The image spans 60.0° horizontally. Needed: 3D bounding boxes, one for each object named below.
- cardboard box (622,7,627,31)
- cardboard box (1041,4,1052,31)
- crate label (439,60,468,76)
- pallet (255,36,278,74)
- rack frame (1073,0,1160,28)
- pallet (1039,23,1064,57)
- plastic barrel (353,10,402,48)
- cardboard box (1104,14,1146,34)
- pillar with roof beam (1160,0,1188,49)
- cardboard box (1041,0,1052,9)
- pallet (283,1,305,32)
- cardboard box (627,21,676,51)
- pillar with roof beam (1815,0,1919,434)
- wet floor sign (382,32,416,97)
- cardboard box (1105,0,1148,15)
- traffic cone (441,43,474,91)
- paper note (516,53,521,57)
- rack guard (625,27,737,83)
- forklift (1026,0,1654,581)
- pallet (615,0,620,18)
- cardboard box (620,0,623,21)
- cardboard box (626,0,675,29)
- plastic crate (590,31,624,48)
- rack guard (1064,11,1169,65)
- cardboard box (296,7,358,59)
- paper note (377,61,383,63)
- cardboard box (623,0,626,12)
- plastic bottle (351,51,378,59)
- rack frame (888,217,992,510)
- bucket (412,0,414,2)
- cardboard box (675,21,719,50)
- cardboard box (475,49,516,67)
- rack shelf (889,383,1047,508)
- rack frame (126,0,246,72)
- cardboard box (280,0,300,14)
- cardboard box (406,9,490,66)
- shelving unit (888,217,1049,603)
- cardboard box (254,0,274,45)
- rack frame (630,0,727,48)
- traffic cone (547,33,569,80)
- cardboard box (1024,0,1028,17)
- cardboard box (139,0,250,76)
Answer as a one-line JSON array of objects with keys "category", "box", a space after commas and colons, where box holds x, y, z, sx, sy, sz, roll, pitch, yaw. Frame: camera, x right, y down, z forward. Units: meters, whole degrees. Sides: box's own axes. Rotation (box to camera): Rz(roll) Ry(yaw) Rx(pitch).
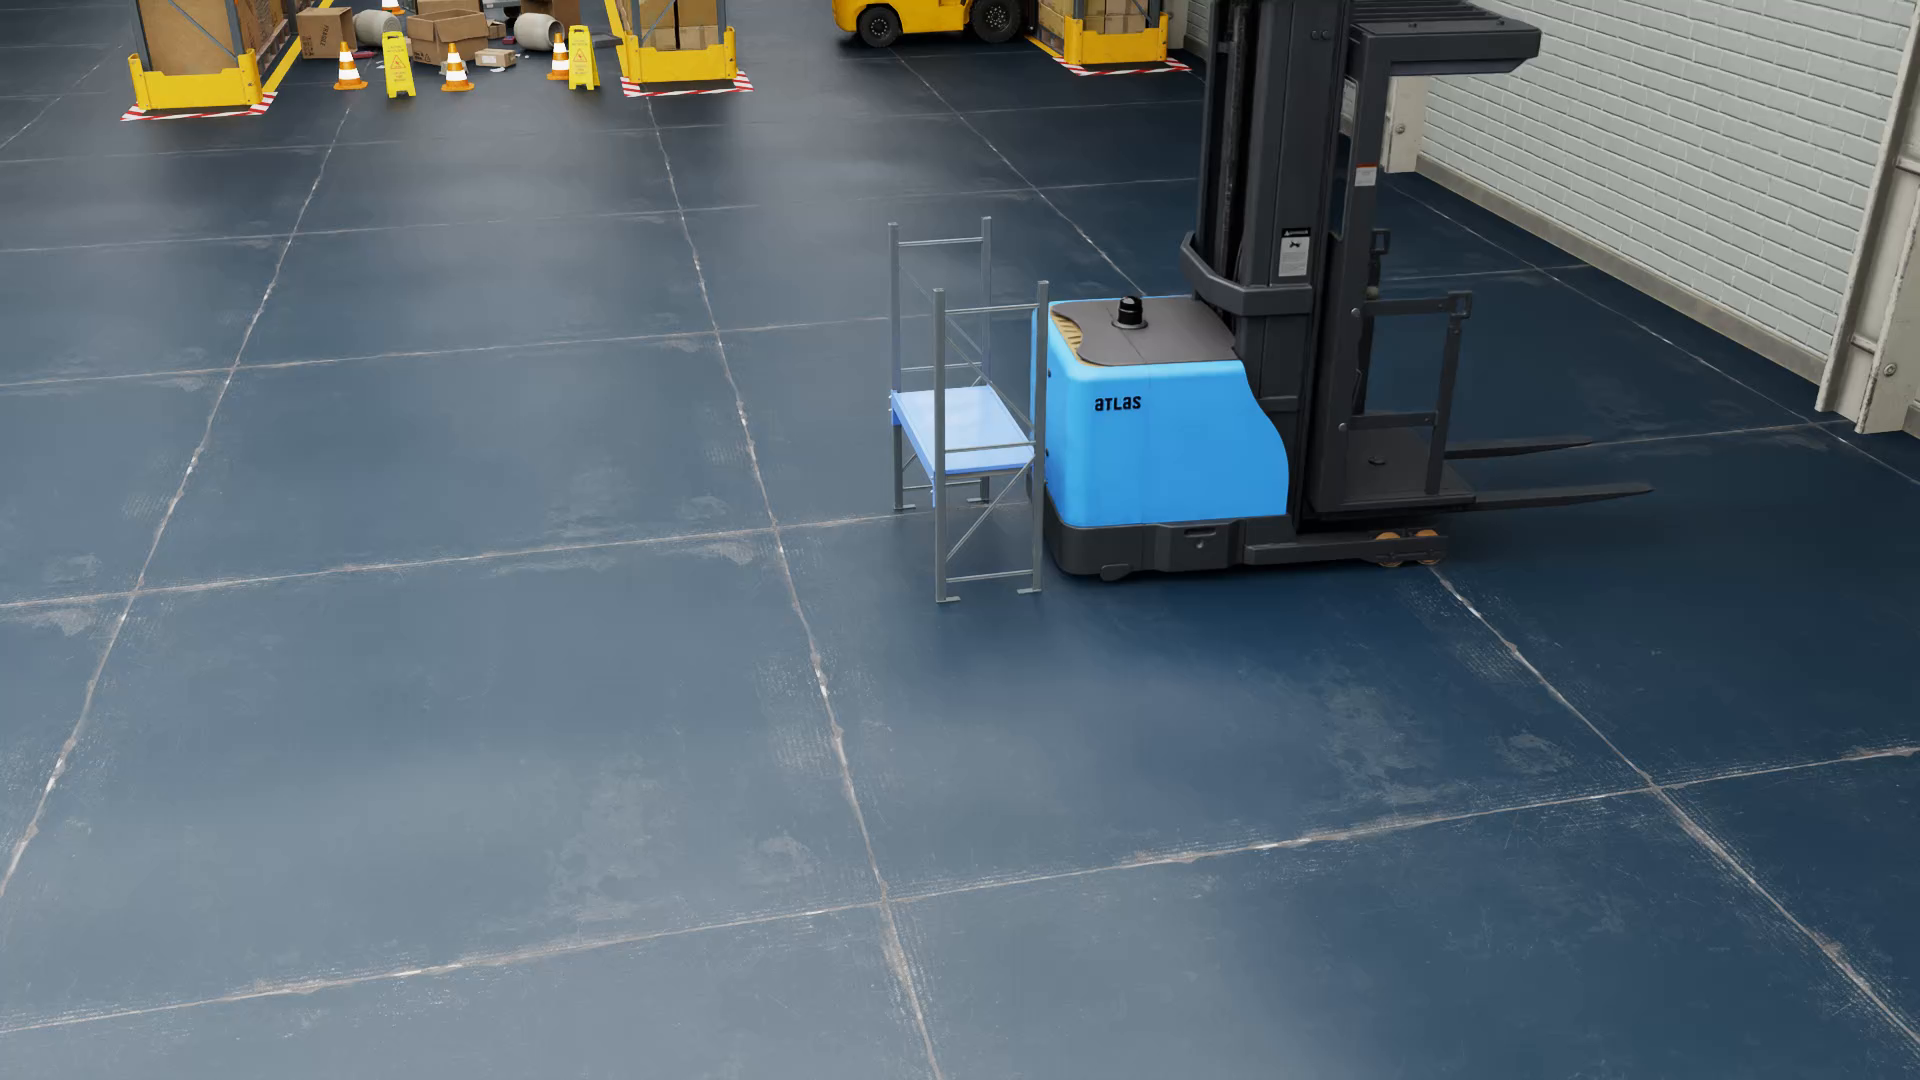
[{"category": "cardboard box", "box": [-3.718, -6.153, 19.698, 0.500, 0.250, 0.500, -7, 28, -13]}, {"category": "cardboard box", "box": [1.277, -6.268, 19.924, 0.500, 0.250, 0.500, -6, 27, -12]}, {"category": "crate label", "box": [-5.638, -5.265, 18.530, 0.250, 0.136, 0.298, -23, 35, -38]}, {"category": "pallet", "box": [-8.369, -5.494, 18.901, 1.003, 0.211, 1.213, -6, 27, -12]}, {"category": "rack frame", "box": [1.794, -6.914, 18.620, 1.000, 3.000, 0.127, -6, 27, -12]}, {"category": "pallet", "box": [1.581, -6.001, 19.905, 1.003, 0.211, 1.213, -6, 27, -12]}, {"category": "plastic barrel", "box": [-6.993, -6.125, 19.915, 0.512, 0.421, 0.421, 13, 30, 24]}, {"category": "cardboard box", "box": [1.874, -6.110, 19.611, 0.500, 0.250, 0.500, -6, 27, -11]}, {"category": "pillar with roof beam", "box": [-1.679, -9.552, 17.189, 9.100, 9.000, 0.400, -6, 27, -12]}, {"category": "cardboard box", "box": [1.277, -6.501, 19.831, 0.500, 0.250, 0.500, -6, 27, -12]}, {"category": "pallet", "box": [-8.990, -6.704, 21.297, 1.003, 0.211, 1.213, -6, 27, -12]}, {"category": "cardboard box", "box": [-3.491, -5.707, 18.813, 0.500, 0.250, 0.500, -6, 27, -12]}, {"category": "pillar with roof beam", "box": [1.025, -4.284, 6.751, 9.100, 9.000, 0.400, -6, 27, -12]}, {"category": "wet floor sign", "box": [-5.906, -4.999, 17.438, 0.267, 0.644, 0.232, -11, 29, -20]}, {"category": "cardboard box", "box": [1.890, -6.325, 19.483, 0.500, 0.250, 0.500, -5, 27, -11]}, {"category": "traffic cone", "box": [-5.400, -5.072, 17.785, 0.336, 0.463, 0.334, -6, 27, -12]}, {"category": "paper note", "box": [-5.239, -5.679, 19.480, 0.148, 0.019, 0.142, 3, 27, 6]}, {"category": "rack guard", "box": [-3.059, -5.326, 18.247, 1.175, 0.500, 0.348, -6, 27, -12]}, {"category": "forklift", "box": [1.901, -1.408, 7.787, 3.031, 2.935, 1.130, -4, 27, -8]}, {"category": "pallet", "box": [-4.120, -7.261, 22.402, 1.003, 0.211, 1.213, -6, 27, -12]}, {"category": "cardboard box", "box": [-3.942, -6.605, 20.592, 0.500, 0.250, 0.500, -4, 27, -9]}, {"category": "cardboard box", "box": [-3.476, -6.028, 18.618, 0.500, 0.500, 0.500, -6, 27, -11]}, {"category": "plastic crate", "box": [-4.388, -6.089, 20.224, 0.402, 0.080, 0.583, -16, 31, -29]}, {"category": "rack guard", "box": [1.799, -5.788, 19.162, 1.175, 0.500, 0.348, -6, 27, -12]}, {"category": "cardboard box", "box": [-7.393, -5.925, 19.432, 0.500, 0.500, 0.500, -1, 27, -3]}, {"category": "paper note", "box": [-6.678, -5.500, 19.135, 0.032, 0.001, 0.123, 8, 28, 15]}, {"category": "cardboard box", "box": [-3.704, -6.479, 19.512, 0.500, 0.500, 0.500, -7, 28, -13]}, {"category": "plastic bottle", "box": [-6.950, -5.660, 19.395, 0.283, 0.061, 0.133, -16, 31, -29]}, {"category": "rack frame", "box": [-0.095, -0.855, 8.280, 0.500, 1.500, 0.032, -6, 27, -12]}, {"category": "bucket", "box": [-6.466, -7.009, 20.754, 0.726, 0.611, 0.620, 3, 17, 6]}, {"category": "cardboard box", "box": [-2.954, -5.751, 18.900, 0.500, 0.250, 0.500, -6, 27, -12]}, {"category": "cardboard box", "box": [-5.305, -5.506, 18.993, 0.380, 0.149, 0.250, 8, 28, 15]}, {"category": "rack shelf", "box": [0.019, -0.472, 7.919, 0.538, 0.185, 1.000, -6, 27, -12]}, {"category": "rack frame", "box": [-7.841, -5.861, 16.534, 1.000, 3.000, 0.127, -6, 27, -12]}, {"category": "cardboard box", "box": [-8.970, -7.064, 20.947, 1.050, 0.750, 0.750, -6, 27, -12]}, {"category": "cardboard box", "box": [-5.904, -5.808, 19.199, 0.637, 0.503, 0.797, 19, 32, 32]}, {"category": "shelving unit", "box": [0.019, -0.632, 7.838, 0.538, 1.500, 1.048, -6, 27, -12]}, {"category": "cardboard box", "box": [-8.462, -6.178, 19.053, 0.875, 0.875, 0.875, -6, 27, -11]}, {"category": "rack frame", "box": [-3.041, -6.408, 17.618, 1.000, 3.000, 0.127, -6, 27, -12]}, {"category": "traffic cone", "box": [-4.395, -5.334, 18.304, 0.336, 0.463, 0.334, -6, 27, -12]}, {"category": "cardboard box", "box": [1.034, -6.714, 20.808, 0.500, 0.250, 0.500, -5, 27, -10]}, {"category": "cardboard box", "box": [-8.058, -5.391, 17.495, 0.875, 0.875, 0.875, -6, 27, -11]}]
